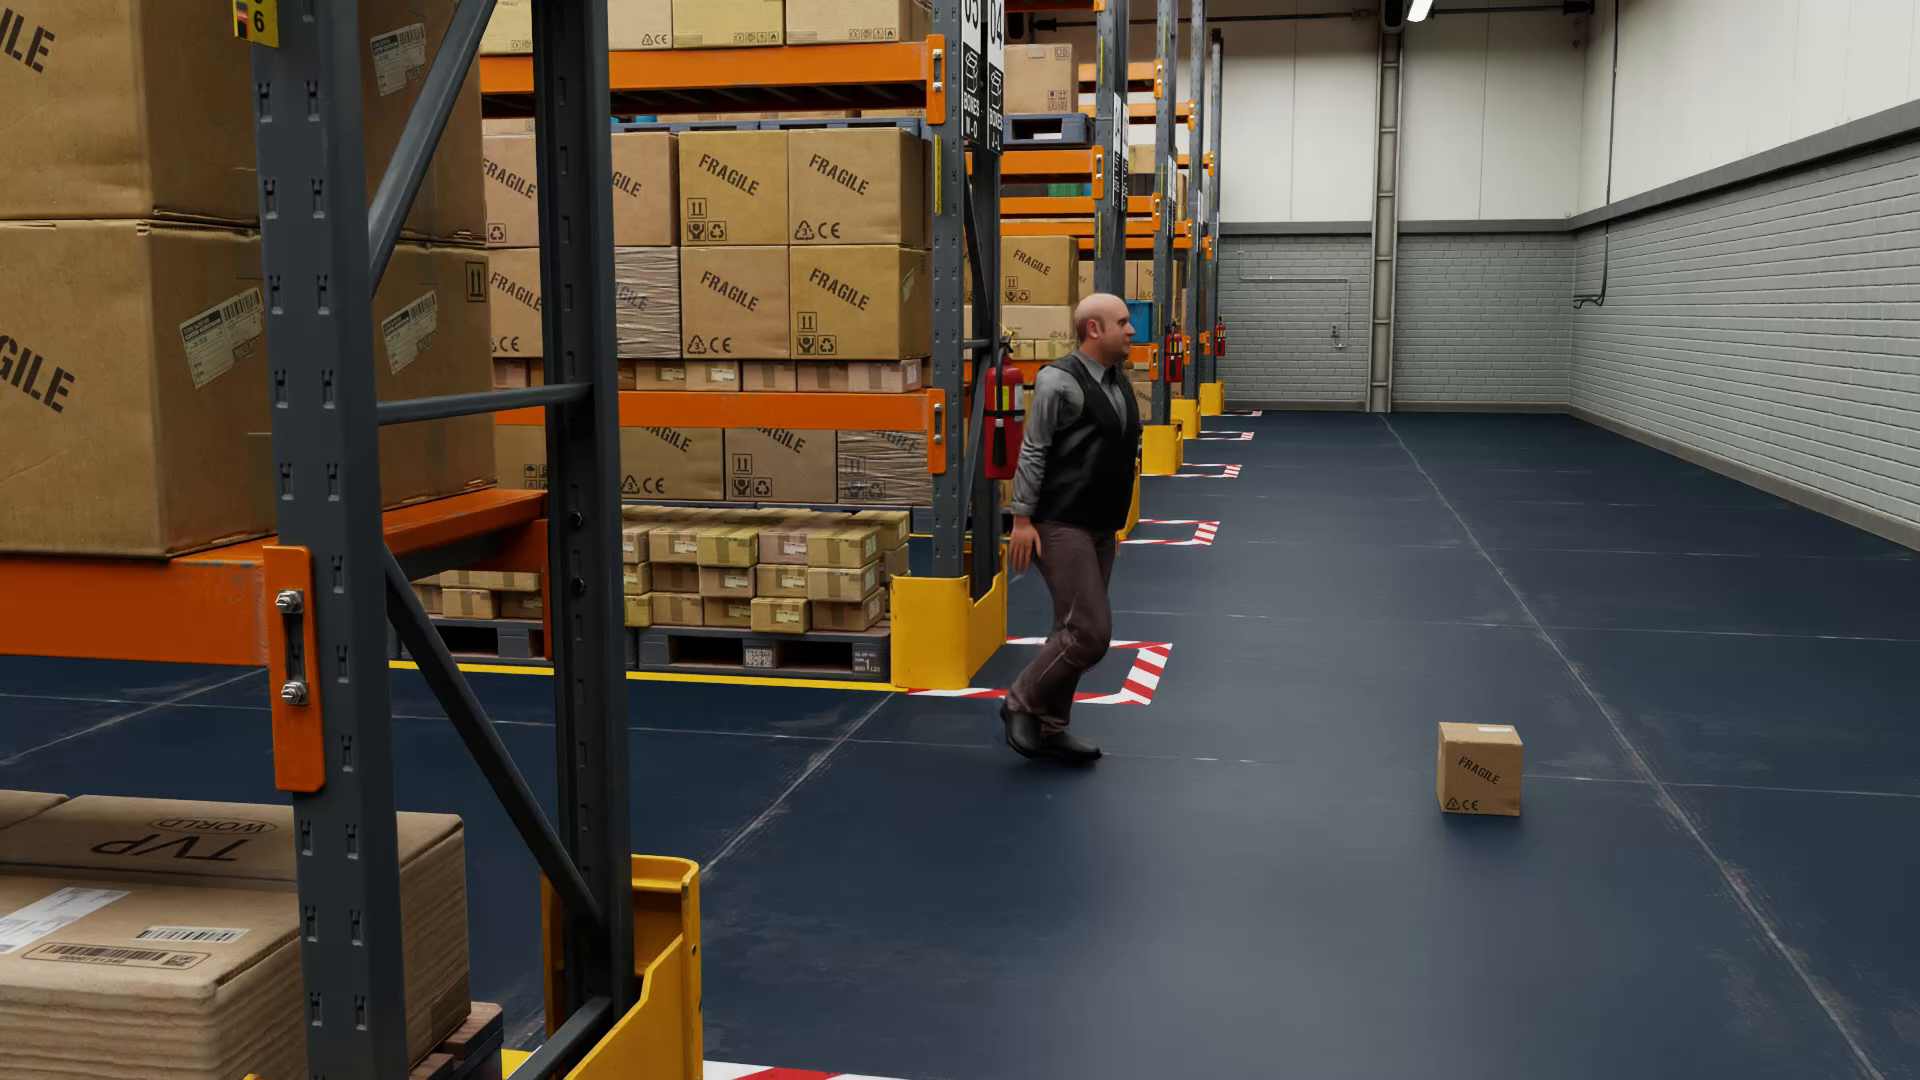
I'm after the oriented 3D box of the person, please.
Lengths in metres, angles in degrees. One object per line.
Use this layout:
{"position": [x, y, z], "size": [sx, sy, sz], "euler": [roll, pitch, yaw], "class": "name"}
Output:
{"position": [0.420, -0.033, 6.046], "size": [0.469, 1.711, 0.568], "euler": [5, 10, 34], "class": "person"}
